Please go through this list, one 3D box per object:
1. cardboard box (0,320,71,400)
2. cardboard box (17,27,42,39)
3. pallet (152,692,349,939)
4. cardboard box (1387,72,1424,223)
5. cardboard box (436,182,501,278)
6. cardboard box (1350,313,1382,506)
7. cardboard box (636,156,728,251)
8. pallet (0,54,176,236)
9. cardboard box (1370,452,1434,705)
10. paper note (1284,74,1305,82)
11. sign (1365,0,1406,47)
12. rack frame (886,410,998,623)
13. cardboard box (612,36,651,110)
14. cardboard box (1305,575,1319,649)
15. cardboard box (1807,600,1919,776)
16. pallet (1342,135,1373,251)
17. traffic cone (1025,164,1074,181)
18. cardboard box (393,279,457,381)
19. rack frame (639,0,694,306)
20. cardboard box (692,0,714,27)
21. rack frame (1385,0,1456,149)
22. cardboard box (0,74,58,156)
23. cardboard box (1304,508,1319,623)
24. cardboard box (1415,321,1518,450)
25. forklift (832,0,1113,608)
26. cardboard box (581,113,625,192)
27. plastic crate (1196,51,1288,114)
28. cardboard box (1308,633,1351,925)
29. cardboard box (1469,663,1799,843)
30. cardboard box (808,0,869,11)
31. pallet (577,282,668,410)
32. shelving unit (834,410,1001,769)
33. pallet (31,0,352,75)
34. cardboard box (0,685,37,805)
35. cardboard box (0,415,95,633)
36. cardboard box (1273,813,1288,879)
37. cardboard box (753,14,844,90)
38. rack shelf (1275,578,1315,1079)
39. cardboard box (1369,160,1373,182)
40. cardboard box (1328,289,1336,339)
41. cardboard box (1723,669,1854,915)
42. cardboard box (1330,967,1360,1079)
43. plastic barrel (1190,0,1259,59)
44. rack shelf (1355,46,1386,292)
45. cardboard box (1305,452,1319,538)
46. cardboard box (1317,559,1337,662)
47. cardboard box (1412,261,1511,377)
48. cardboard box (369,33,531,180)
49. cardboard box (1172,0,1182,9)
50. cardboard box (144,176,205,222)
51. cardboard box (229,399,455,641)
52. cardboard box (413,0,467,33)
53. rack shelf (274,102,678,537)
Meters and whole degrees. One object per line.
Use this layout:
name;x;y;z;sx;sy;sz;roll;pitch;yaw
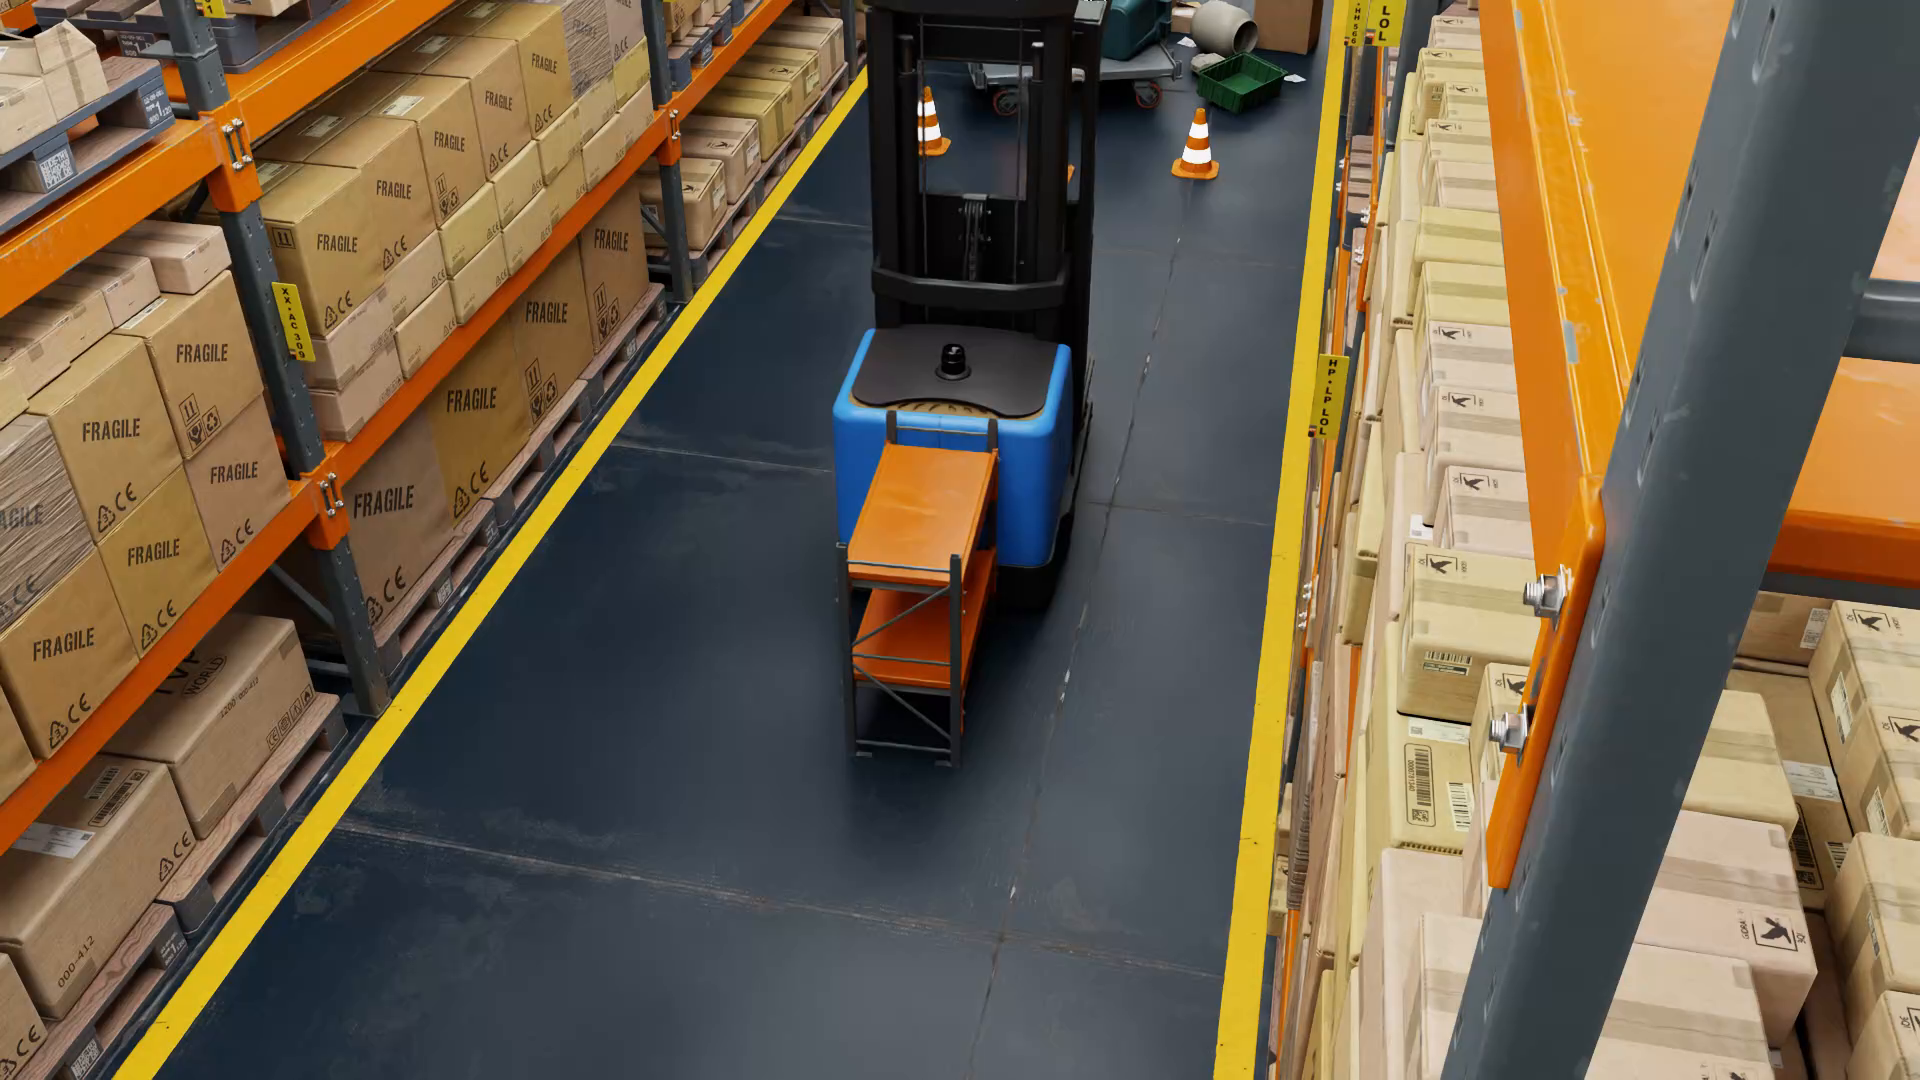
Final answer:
cardboard box;-3.081;-0.574;5.266;0.380;0.149;0.250;7;37;10
cardboard box;-6.781;-3.362;12.269;0.875;0.625;0.625;8;37;11
pallet;-3.303;1.046;6.897;1.003;0.211;1.213;7;37;10
cardboard box;1.456;-1.057;4.568;0.500;0.250;0.500;8;37;11
cardboard box;-2.477;-1.456;7.675;0.500;0.250;0.500;8;37;11
cardboard box;1.208;-0.284;3.927;0.500;0.250;0.500;9;37;12
cardboard box;-2.079;-2.231;10.924;0.950;0.372;0.625;5;36;7
pallet;-3.249;-1.220;5.167;1.003;0.211;1.213;7;37;10
cardboard box;1.009;0.108;2.961;0.500;0.250;0.500;8;37;11
paper note;2.761;-3.830;13.778;0.147;0.020;0.142;-17;39;-22
sign;1.250;-1.597;4.836;0.100;0.325;0.005;7;37;10
rack frame;-0.081;-0.092;7.688;0.500;1.125;0.032;5;36;7
cardboard box;-2.065;-2.635;9.301;0.500;0.250;0.500;7;37;10
cardboard box;1.413;0.276;5.797;0.380;0.149;0.250;9;37;12
cardboard box;1.484;0.242;2.436;0.380;0.149;0.250;8;37;11
pallet;2.599;-1.740;8.529;1.213;0.211;1.003;7;37;10
traffic cone;0.662;-2.890;12.114;0.336;0.463;0.334;7;37;10
cardboard box;-2.603;-0.964;7.423;0.500;0.250;0.500;6;36;9
rack frame;-2.210;-2.802;9.831;1.000;3.000;0.127;7;37;10
cardboard box;-1.762;-3.343;10.432;0.380;0.149;0.250;5;36;7
rack frame;1.793;-2.376;4.130;1.000;3.000;0.127;7;37;10
cardboard box;-2.944;-1.275;4.938;0.380;0.149;0.250;8;37;11
cardboard box;1.705;0.133;6.914;0.500;0.250;0.500;6;36;9
cardboard box;1.073;-0.278;3.154;0.380;0.149;0.250;6;36;9
forklift;0.148;-1.720;8.396;1.130;2.935;3.031;5;36;7
cardboard box;-2.158;-2.124;9.023;0.500;0.250;0.500;8;37;11
plastic crate;2.259;-3.682;13.391;0.450;0.188;0.662;36;48;26
cardboard box;1.114;0.594;3.954;0.500;0.500;0.500;6;36;8
cardboard box;0.925;0.325;2.322;0.380;0.149;0.250;6;36;9
cardboard box;-0.966;-4.760;13.878;0.500;0.500;0.500;9;37;12
pallet;-2.452;-1.231;10.038;1.003;0.211;1.213;7;37;10
shelving unit;-0.162;0.203;7.282;0.538;1.125;1.048;5;36;7
pallet;-2.917;-2.178;6.576;0.805;0.209;1.217;6;36;8
cardboard box;-3.238;0.632;5.007;0.500;0.500;0.500;8;37;12
cardboard box;-3.111;-0.066;5.119;0.500;0.500;0.500;8;37;11
cardboard box;1.402;1.206;6.371;0.380;0.149;0.250;6;36;8
cardboard box;-1.465;-3.901;13.227;0.950;0.372;0.625;8;37;11
rack shelf;1.366;1.491;4.520;1.077;0.370;4.000;7;37;10
cardboard box;2.297;-1.923;8.474;0.380;0.149;0.250;9;37;12
cardboard box;2.156;-1.046;8.540;0.500;0.250;0.500;7;37;9
cardboard box;1.397;0.472;2.459;0.500;0.250;0.500;7;36;9
cardboard box;0.778;0.899;2.296;0.500;0.250;0.500;7;36;9
plastic barrel;2.246;-4.333;14.137;0.421;0.421;0.512;-24;42;-30
rack shelf;2.220;-2.016;6.803;1.077;0.370;4.000;7;37;10
cardboard box;1.929;-0.148;7.941;0.500;0.500;0.500;7;36;9
cardboard box;1.343;0.429;5.033;0.500;0.500;0.500;7;37;10
cardboard box;1.124;-0.429;3.362;0.380;0.149;0.250;6;36;9
cardboard box;-2.394;-2.050;7.856;0.500;0.500;0.500;7;36;9
cardboard box;1.597;-5.054;15.064;0.797;0.503;0.637;-17;39;-22
cardboard box;-3.214;-1.242;6.741;0.500;0.500;0.500;8;37;11
cardboard box;-3.010;-0.184;7.671;0.875;0.875;0.875;8;37;11
cardboard box;-2.776;-2.415;8.359;0.500;0.500;0.500;8;37;11
rack shelf;-2.637;-1.364;8.460;1.077;0.370;4.000;7;37;10
